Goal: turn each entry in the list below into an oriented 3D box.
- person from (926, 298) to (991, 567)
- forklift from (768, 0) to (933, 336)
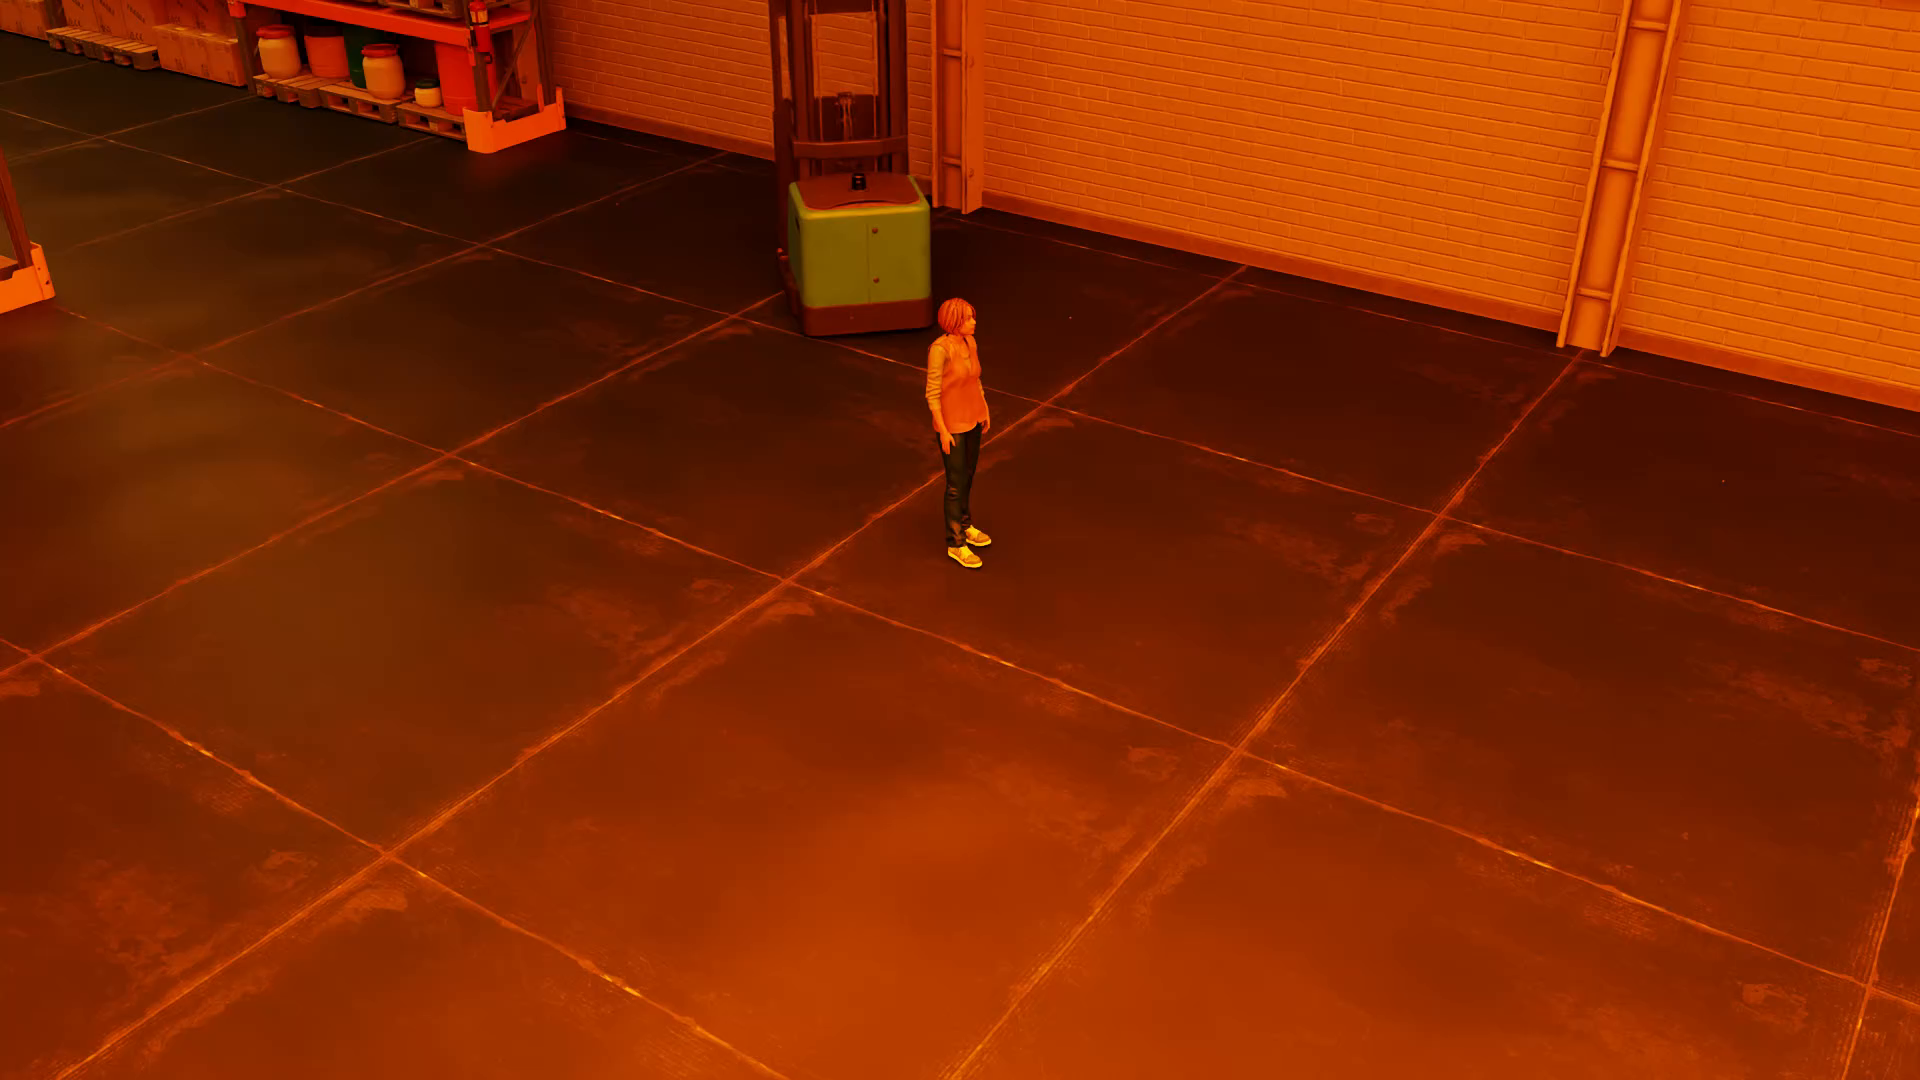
[{"bbox_3d":[0.053,-0.670,10.049,0.476,1.597,0.520,19,35,29],"label":"person"},{"bbox_3d":[-1.018,-3.601,13.783,1.130,2.935,3.031,-6,31,-10],"label":"forklift"}]
